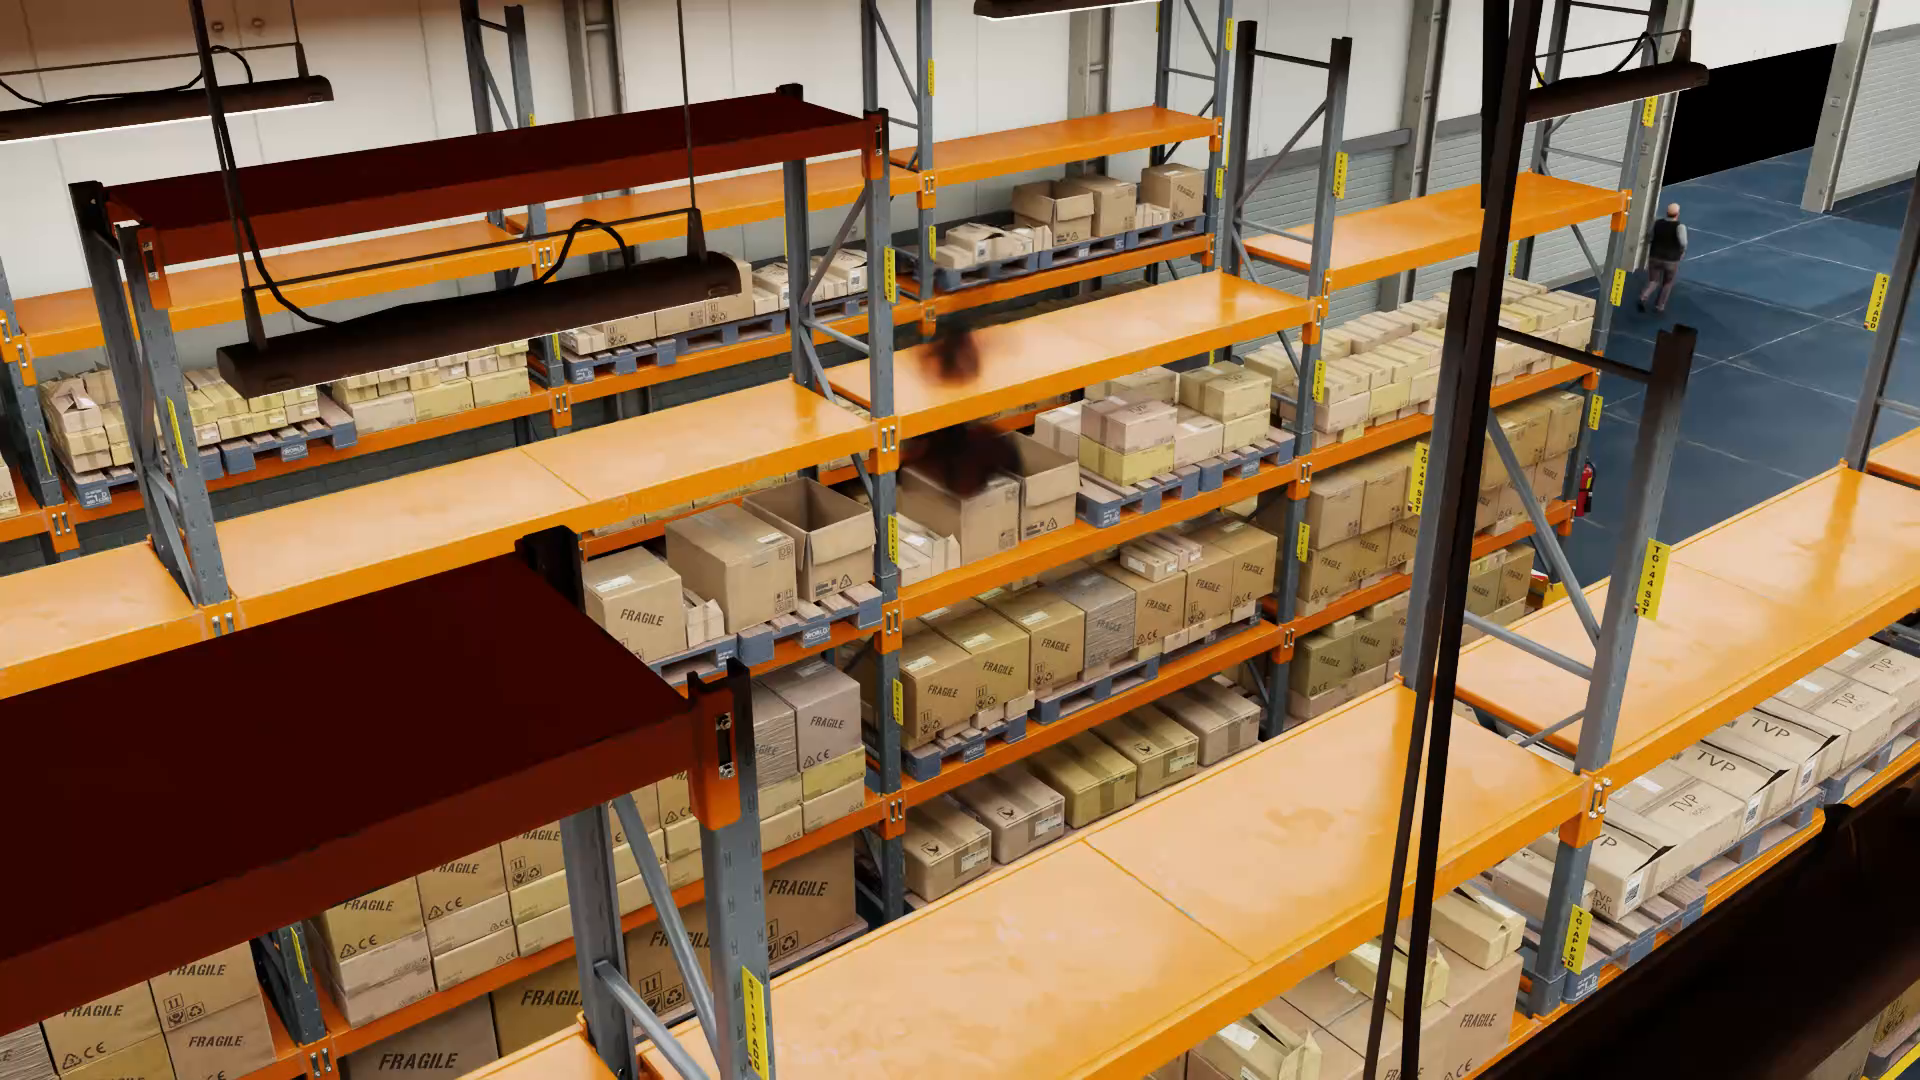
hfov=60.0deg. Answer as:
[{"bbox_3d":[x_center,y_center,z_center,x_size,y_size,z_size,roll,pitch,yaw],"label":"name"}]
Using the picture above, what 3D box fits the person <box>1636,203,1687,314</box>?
[{"bbox_3d":[10.404,-4.127,24.601,0.669,1.716,0.767,22,34,38],"label":"person"}]
